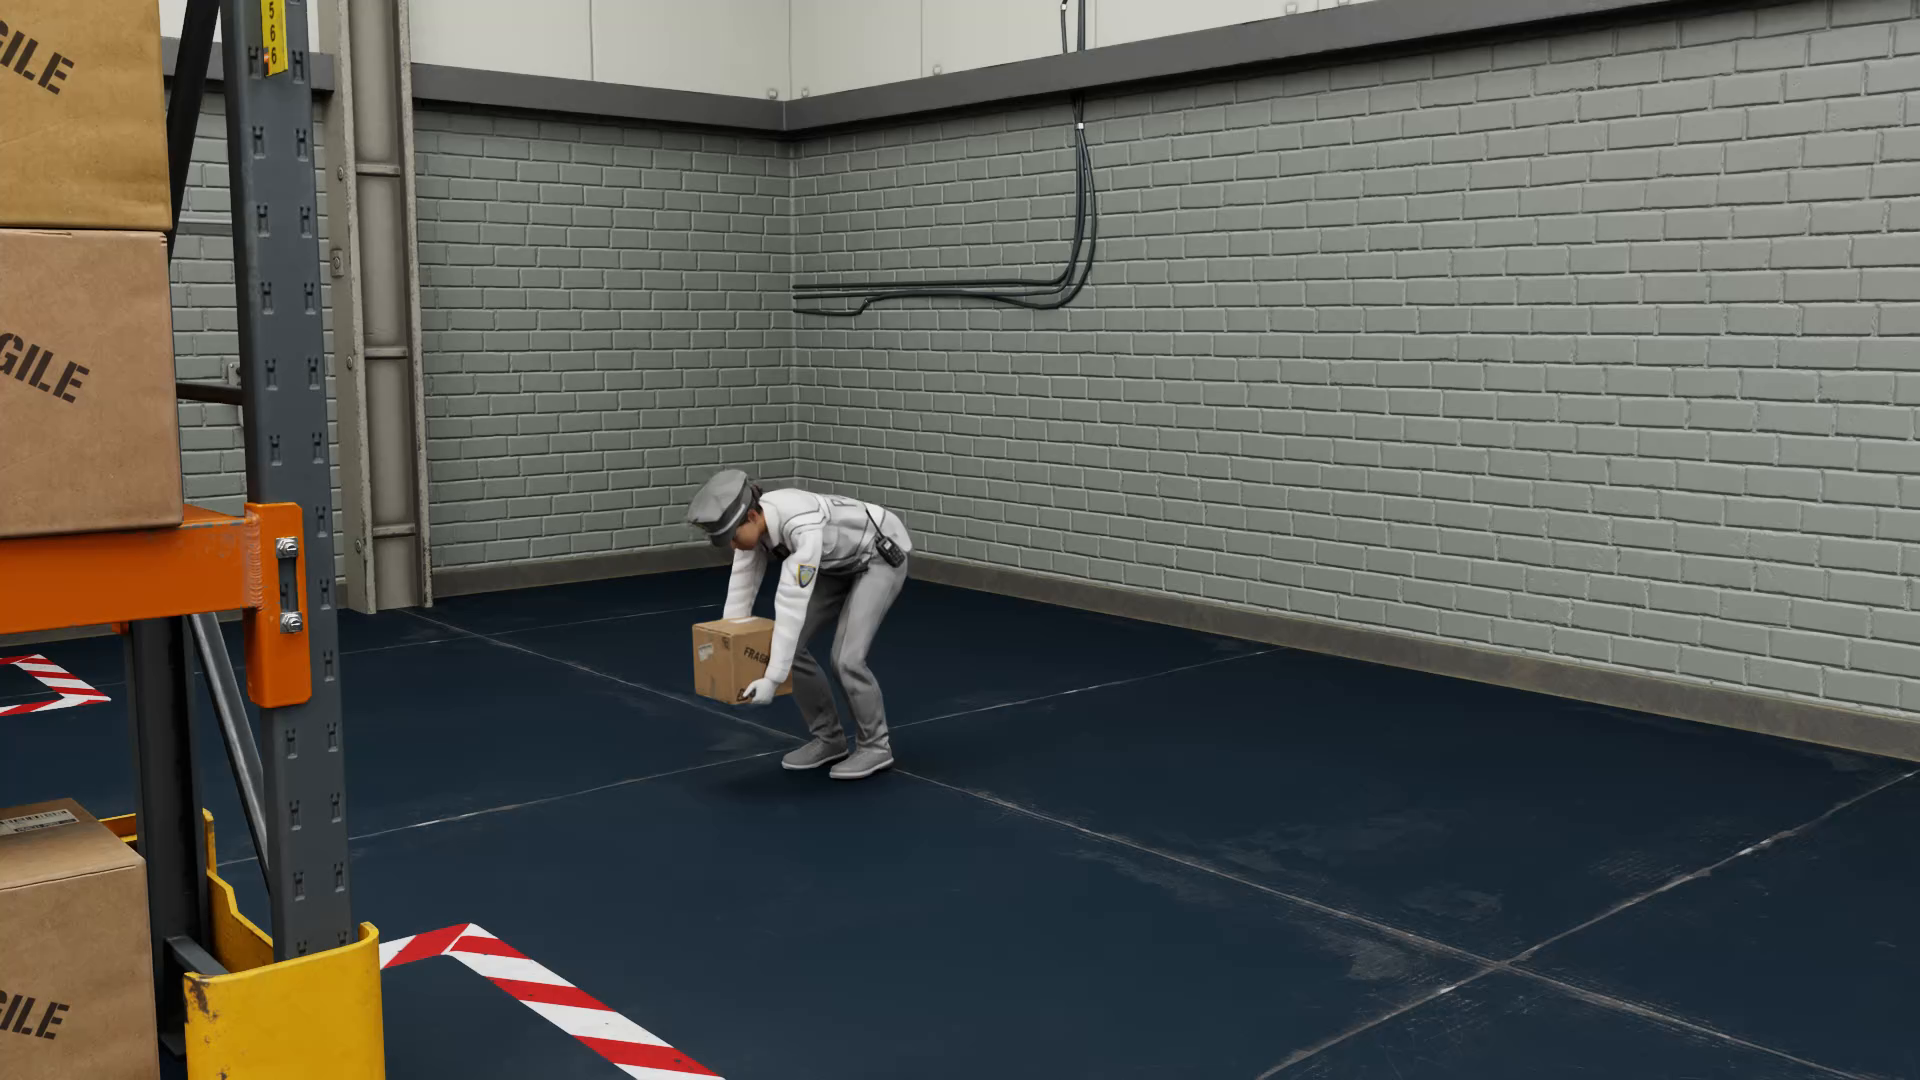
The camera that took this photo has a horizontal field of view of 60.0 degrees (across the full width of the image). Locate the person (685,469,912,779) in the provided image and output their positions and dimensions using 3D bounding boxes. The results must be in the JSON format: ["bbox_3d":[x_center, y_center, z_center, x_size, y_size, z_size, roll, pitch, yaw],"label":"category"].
[{"bbox_3d":[-0.575,0.299,6.004,0.915,1.148,0.434,-7,10,-43],"label":"person"}]
